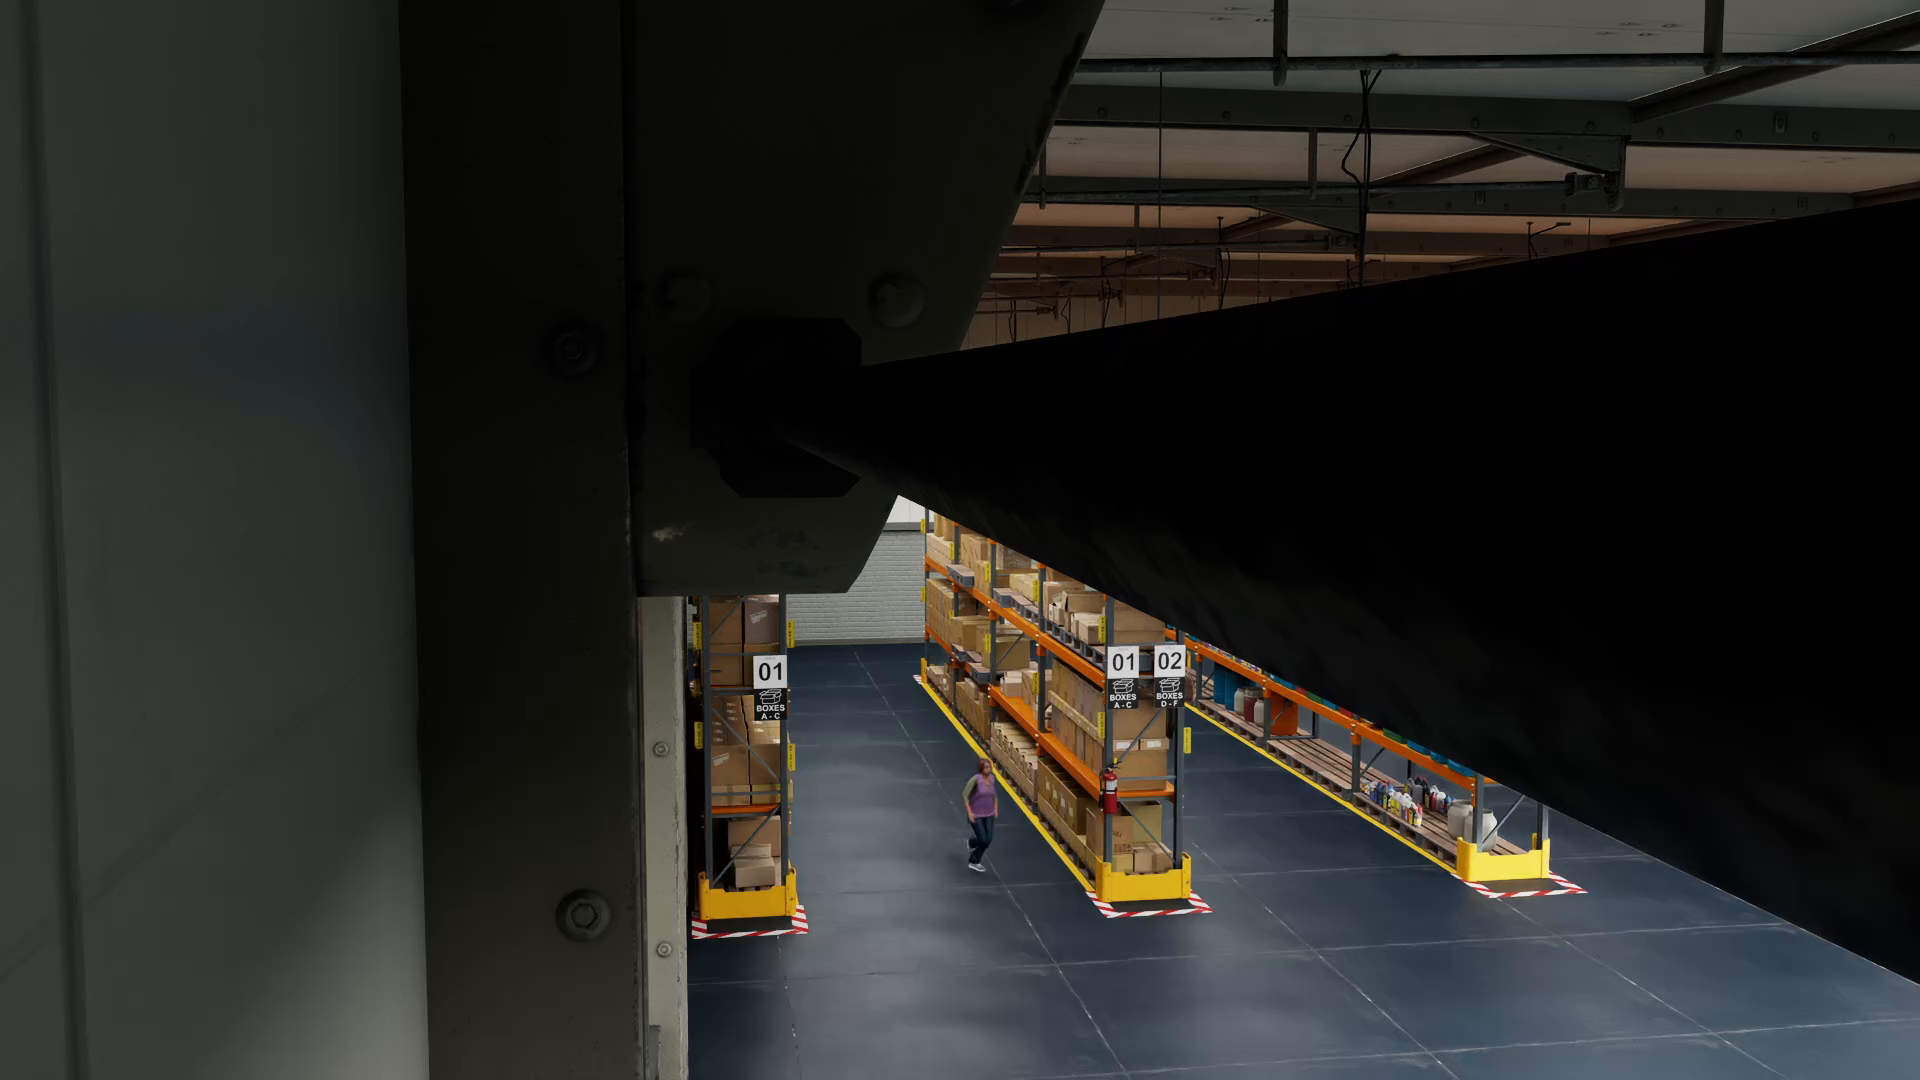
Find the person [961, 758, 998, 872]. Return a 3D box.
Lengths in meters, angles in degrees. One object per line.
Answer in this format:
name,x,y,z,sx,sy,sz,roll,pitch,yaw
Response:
person,0.264,3.633,22.030,0.549,1.532,0.468,-3,6,-31

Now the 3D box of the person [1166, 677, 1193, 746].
person,3.783,2.949,29.601,0.732,1.538,1.060,1,5,7

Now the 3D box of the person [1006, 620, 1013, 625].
person,1.205,2.241,36.930,0.687,1.788,0.923,-4,6,-35
